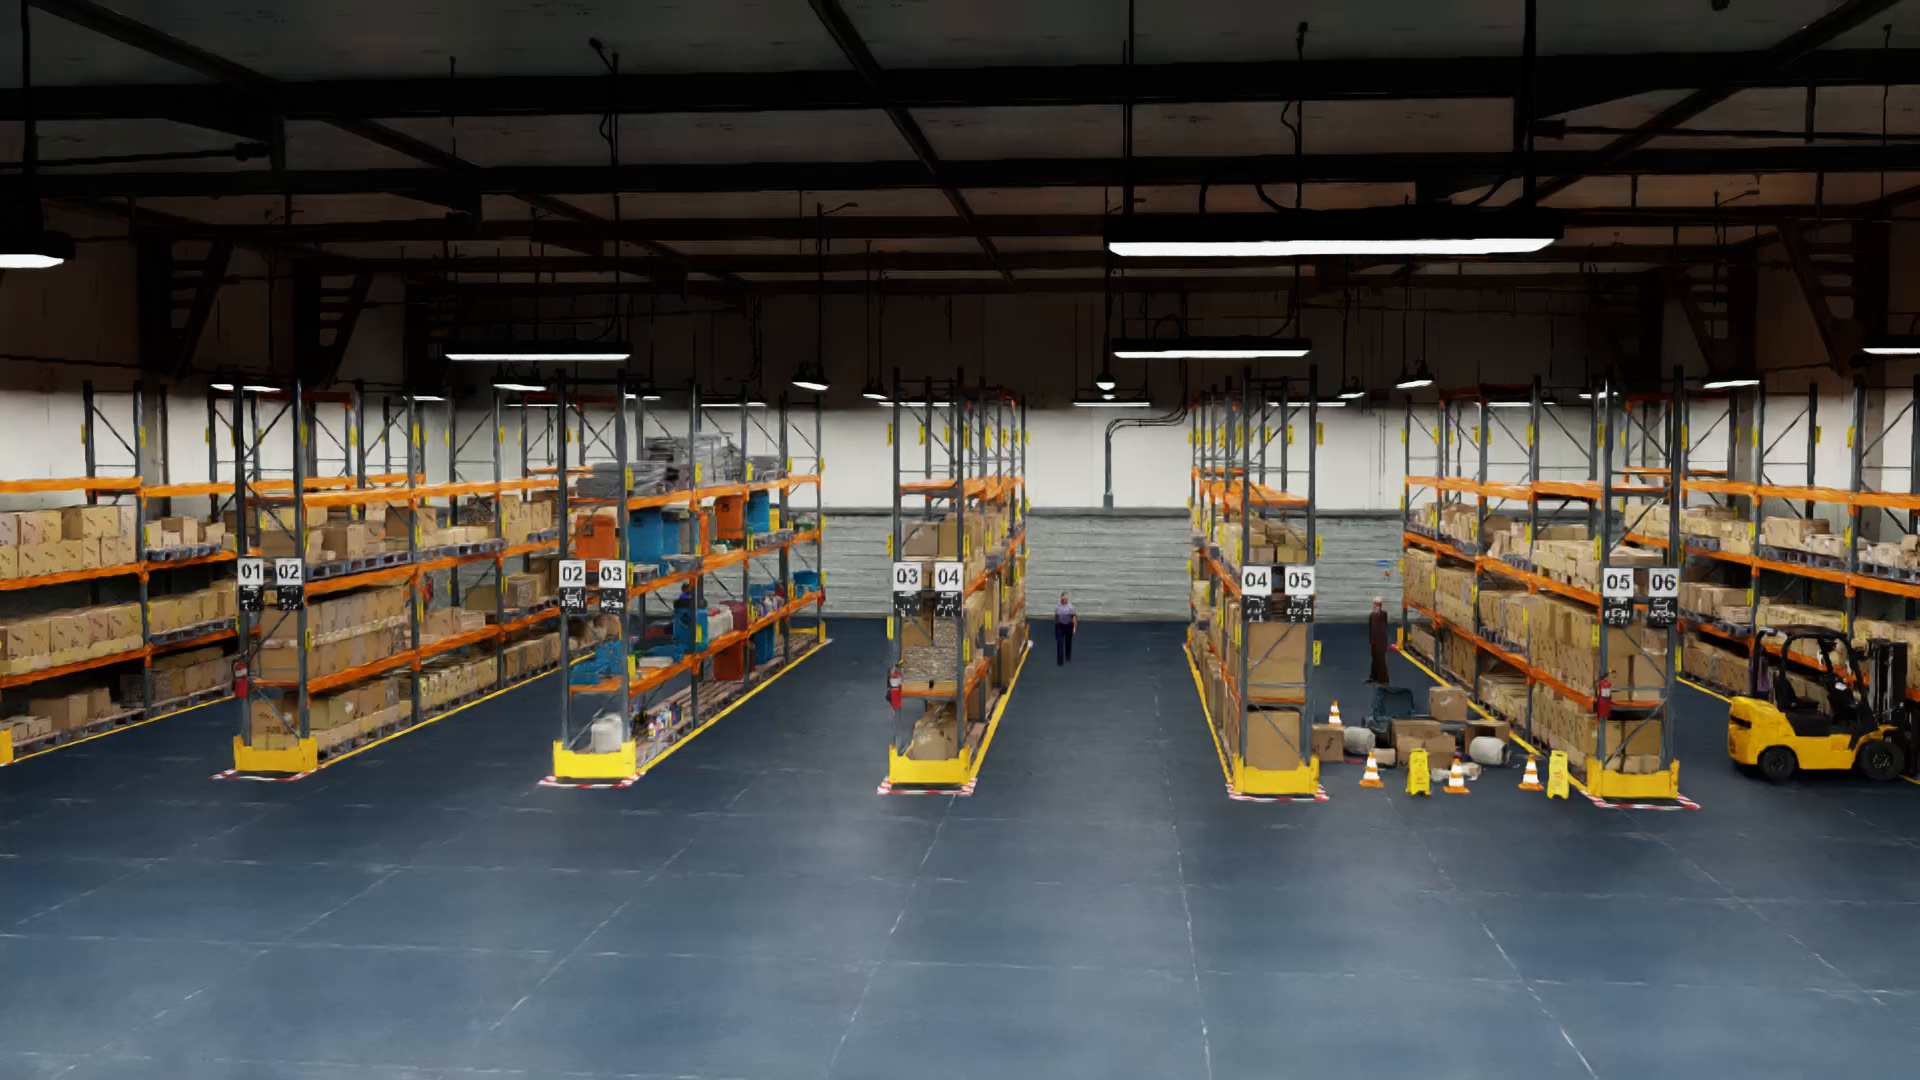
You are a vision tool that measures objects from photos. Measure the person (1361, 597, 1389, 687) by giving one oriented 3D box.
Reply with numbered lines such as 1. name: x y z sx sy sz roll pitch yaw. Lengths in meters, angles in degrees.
1. person: 8.335 2.025 33.347 0.642 1.771 0.692 2 4 28

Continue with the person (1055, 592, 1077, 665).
1. person: 2.330 1.927 36.644 0.491 1.590 1.001 0 4 4

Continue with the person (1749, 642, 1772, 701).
1. person: 13.201 2.484 27.499 0.532 1.588 0.536 2 4 32

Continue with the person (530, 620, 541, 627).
1. person: -10.478 1.525 41.251 0.398 1.791 0.692 0 4 -1

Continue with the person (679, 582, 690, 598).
1. person: -6.267 1.790 38.145 0.441 1.666 0.553 -1 4 -17
